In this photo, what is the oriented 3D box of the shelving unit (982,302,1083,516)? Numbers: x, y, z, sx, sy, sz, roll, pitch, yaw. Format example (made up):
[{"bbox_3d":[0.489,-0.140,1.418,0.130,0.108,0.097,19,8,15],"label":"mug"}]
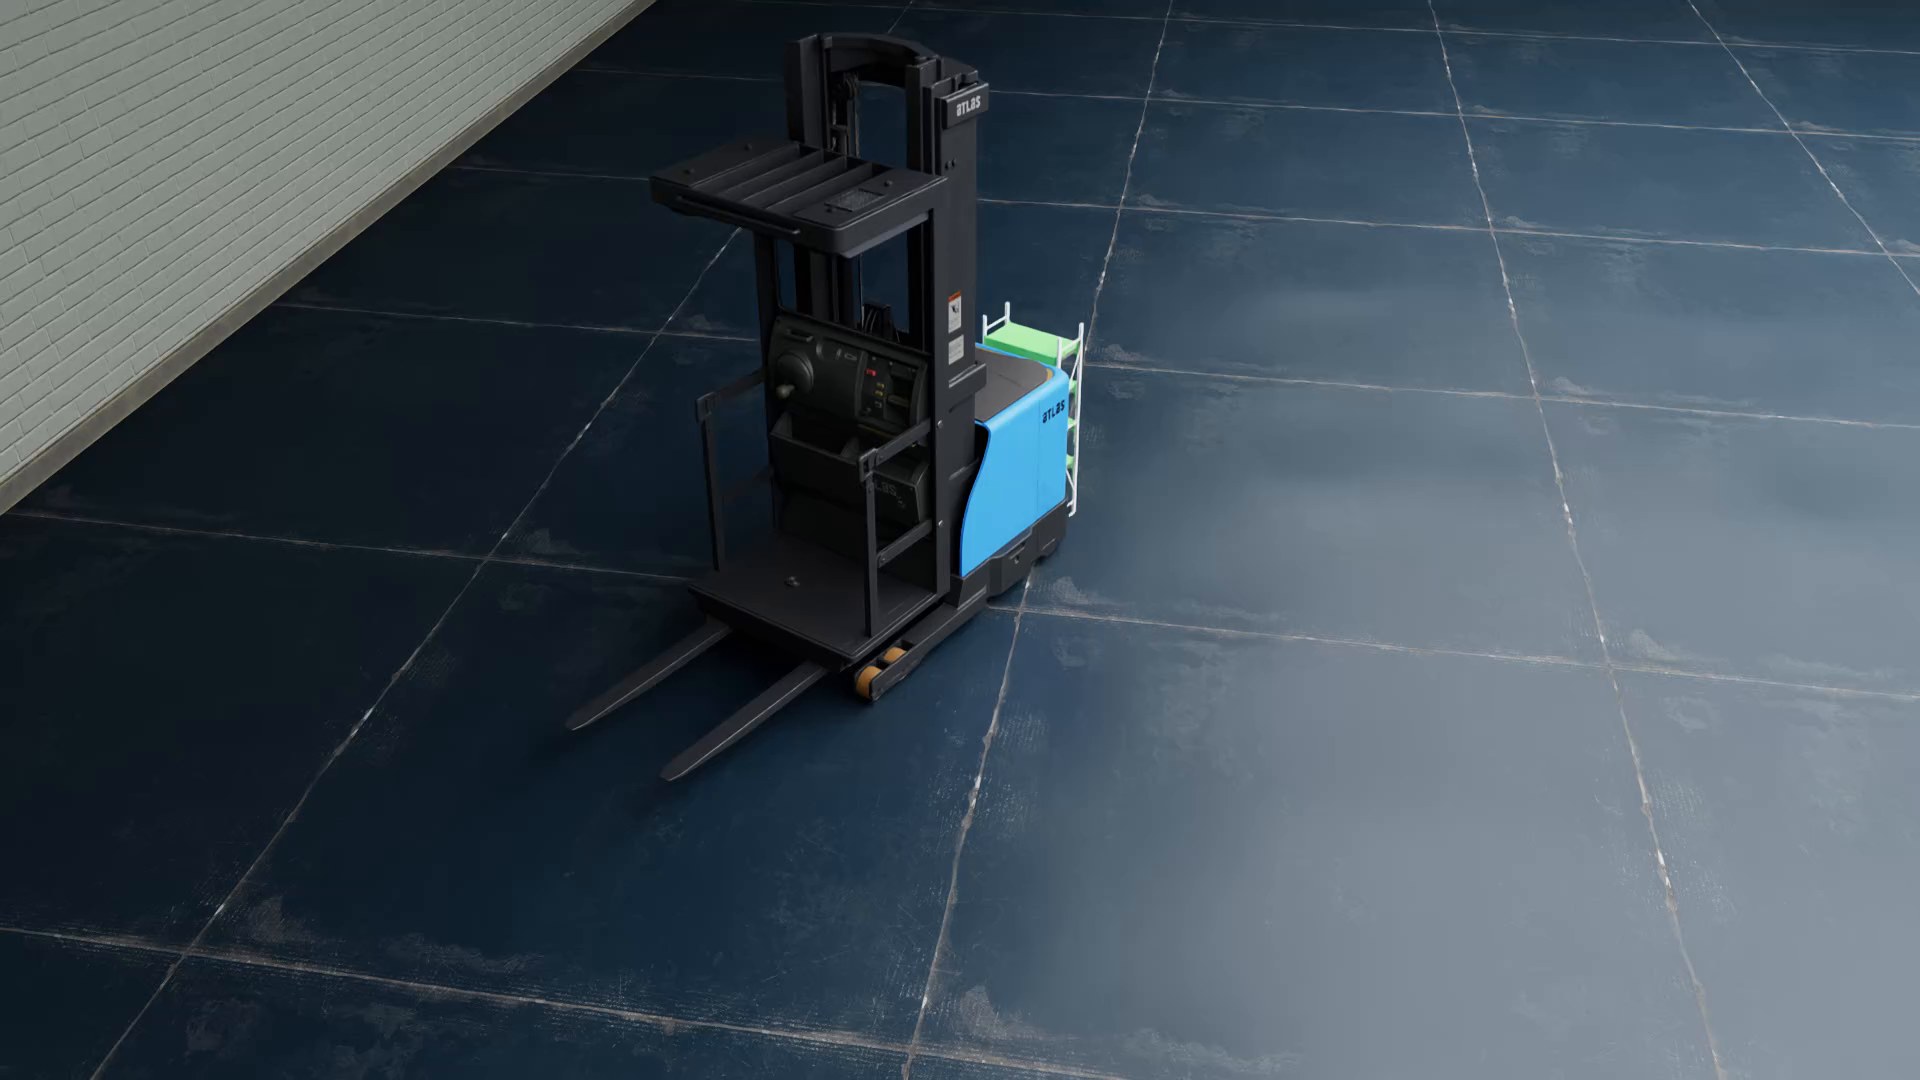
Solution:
[{"bbox_3d":[0.397,-0.694,9.402,0.503,1.200,0.258,21,38,30],"label":"shelving unit"}]

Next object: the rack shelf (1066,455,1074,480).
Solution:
[{"bbox_3d":[0.397,-0.436,9.563,0.480,0.148,0.258,21,38,30],"label":"rack shelf"}]

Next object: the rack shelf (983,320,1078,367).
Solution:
[{"bbox_3d":[0.397,-1.047,9.181,0.480,0.148,0.258,21,38,30],"label":"rack shelf"}]

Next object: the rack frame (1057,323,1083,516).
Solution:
[{"bbox_3d":[0.595,-0.619,9.281,0.015,1.200,0.240,21,38,30],"label":"rack frame"}]

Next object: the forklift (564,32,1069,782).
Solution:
[{"bbox_3d":[-0.670,-0.748,7.857,1.130,2.935,3.031,21,38,30],"label":"forklift"}]

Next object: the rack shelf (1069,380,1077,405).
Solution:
[{"bbox_3d":[0.397,-0.844,9.309,0.480,0.148,0.258,21,38,30],"label":"rack shelf"}]

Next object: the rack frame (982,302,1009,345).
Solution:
[{"bbox_3d":[0.199,-0.770,9.523,0.015,1.200,0.240,21,38,30],"label":"rack frame"}]

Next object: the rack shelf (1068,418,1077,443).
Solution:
[{"bbox_3d":[0.397,-0.640,9.436,0.480,0.148,0.258,21,38,30],"label":"rack shelf"}]
